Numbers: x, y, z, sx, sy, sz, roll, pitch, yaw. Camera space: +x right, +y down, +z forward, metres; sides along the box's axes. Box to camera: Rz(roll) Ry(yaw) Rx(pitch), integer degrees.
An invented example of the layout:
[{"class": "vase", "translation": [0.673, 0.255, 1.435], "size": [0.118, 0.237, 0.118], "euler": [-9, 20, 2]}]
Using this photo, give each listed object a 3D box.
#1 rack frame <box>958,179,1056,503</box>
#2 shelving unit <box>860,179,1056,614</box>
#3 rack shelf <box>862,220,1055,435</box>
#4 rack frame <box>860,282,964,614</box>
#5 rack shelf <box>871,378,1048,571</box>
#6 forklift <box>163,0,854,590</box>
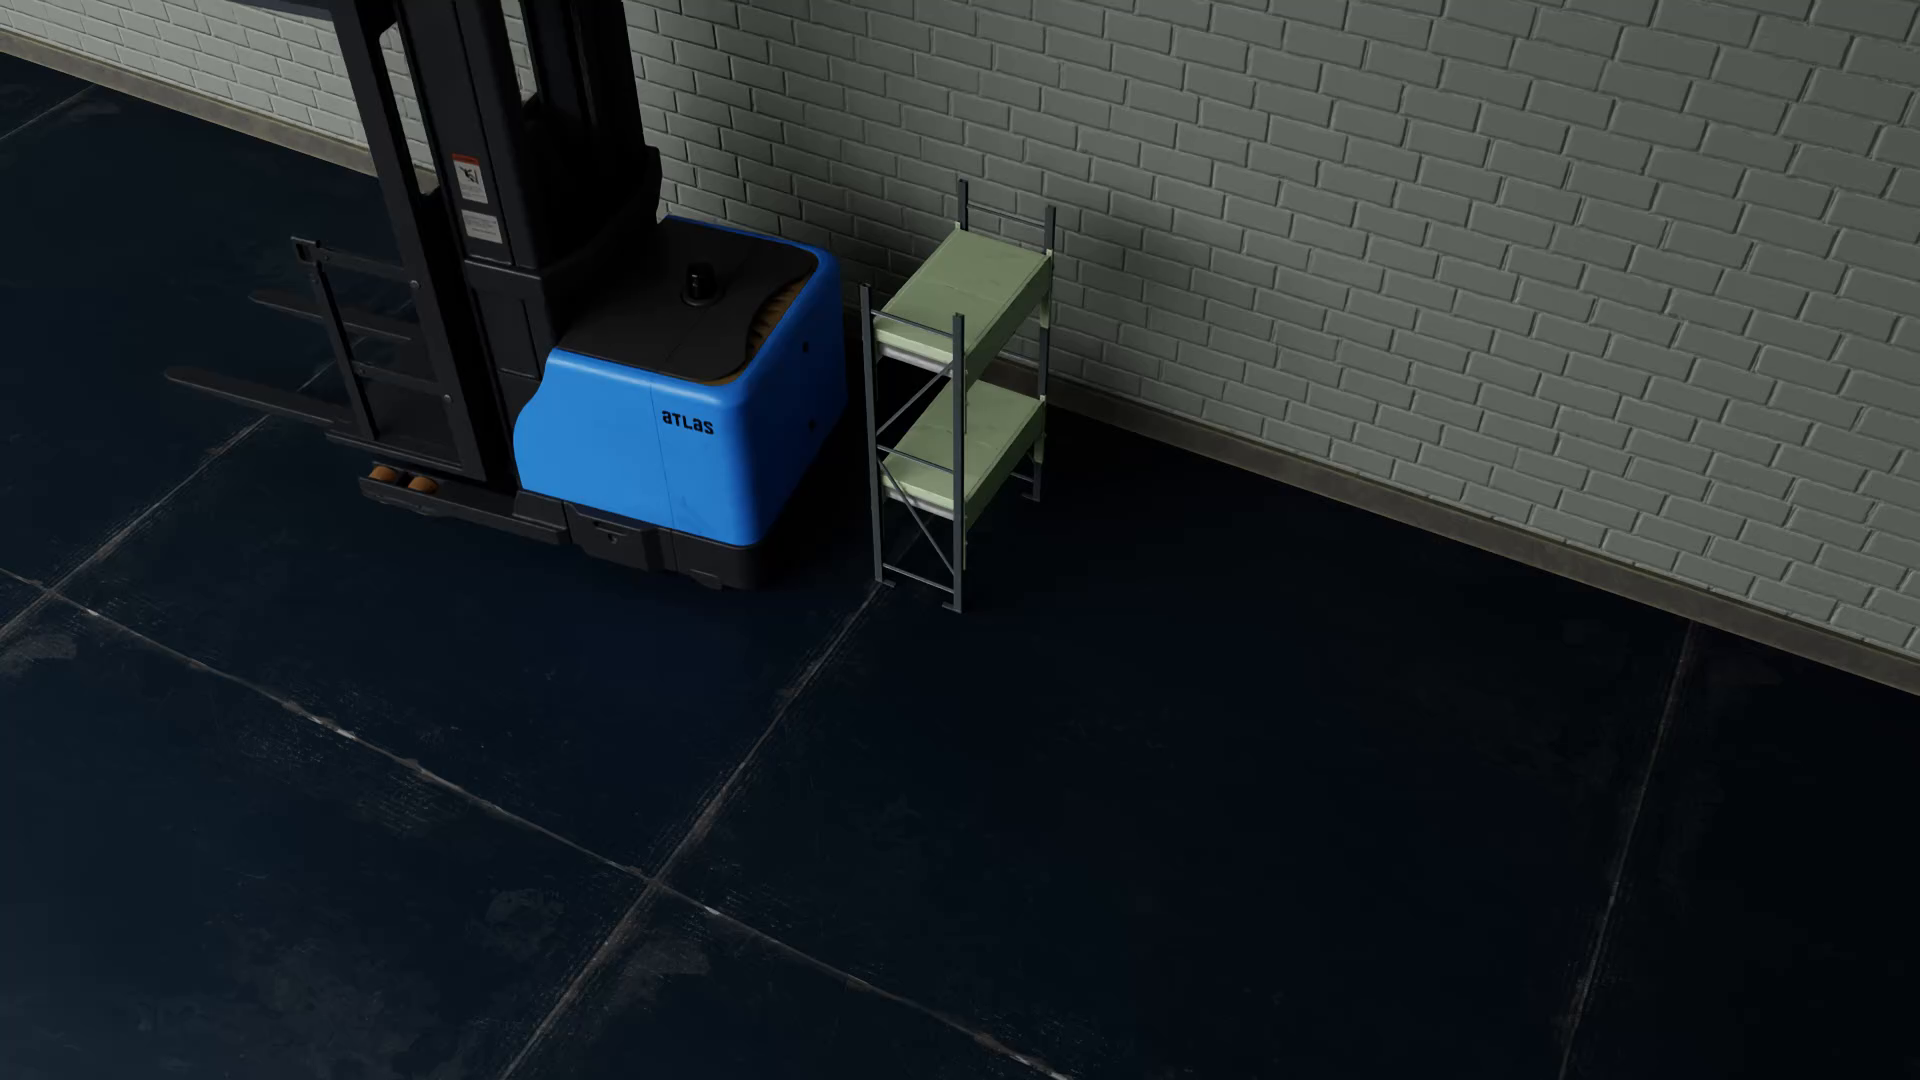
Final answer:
[{"class": "rack frame", "translation": [0.173, -0.762, 6.729], "size": [0.400, 1.500, 0.023], "euler": [20, 49, 19]}, {"class": "shelving unit", "translation": [0.003, -0.531, 6.501], "size": [0.431, 1.500, 0.755], "euler": [20, 49, 19]}, {"class": "rack shelf", "translation": [0.003, -0.806, 6.223], "size": [0.431, 0.370, 0.720], "euler": [20, 49, 19]}, {"class": "rack frame", "translation": [-0.167, -0.301, 6.273], "size": [0.400, 1.500, 0.023], "euler": [20, 49, 19]}, {"class": "rack shelf", "translation": [0.003, -0.302, 6.733], "size": [0.431, 0.370, 0.720], "euler": [20, 49, 19]}, {"class": "forklift", "translation": [-2.040, -1.474, 6.426], "size": [3.031, 2.935, 1.130], "euler": [15, 47, 14]}]
